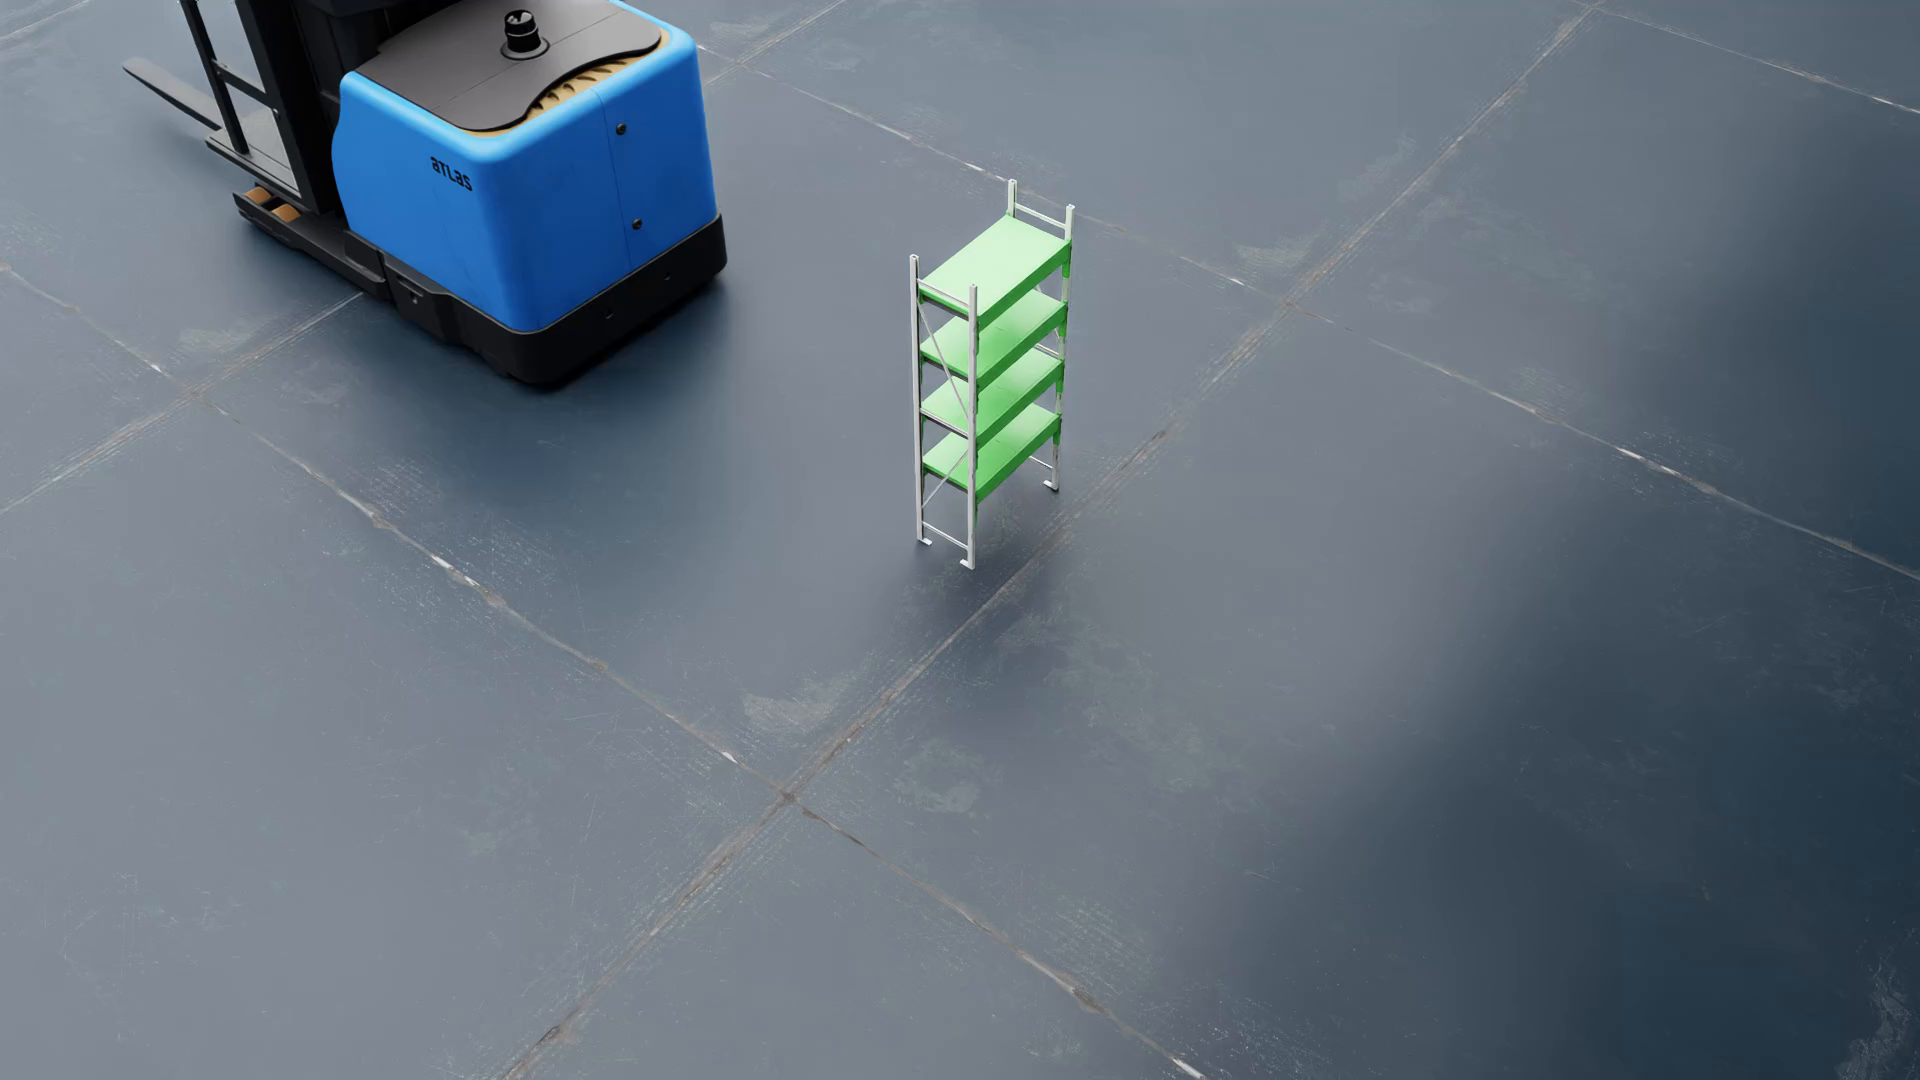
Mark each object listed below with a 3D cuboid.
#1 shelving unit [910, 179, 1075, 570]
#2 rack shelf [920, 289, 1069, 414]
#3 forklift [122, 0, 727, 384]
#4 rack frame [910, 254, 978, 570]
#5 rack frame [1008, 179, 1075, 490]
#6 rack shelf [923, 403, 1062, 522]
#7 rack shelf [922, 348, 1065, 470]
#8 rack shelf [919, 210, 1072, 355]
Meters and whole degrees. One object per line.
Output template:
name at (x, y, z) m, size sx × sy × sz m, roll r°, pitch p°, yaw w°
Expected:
shelving unit at (0.101, -0.509, 5.407) m, size 0.258 × 1.200 × 0.503 m, roll 29°, pitch 53°, yaw 25°
rack shelf at (0.101, -0.631, 5.279) m, size 0.258 × 0.148 × 0.480 m, roll 29°, pitch 53°, yaw 25°
forklift at (-2.401, -2.502, 6.113) m, size 3.031 × 2.935 × 1.130 m, roll 31°, pitch 54°, yaw 26°
rack frame at (-0.048, -0.370, 5.273) m, size 0.240 × 1.200 × 0.015 m, roll 29°, pitch 53°, yaw 25°
rack frame at (0.250, -0.649, 5.540) m, size 0.240 × 1.200 × 0.015 m, roll 29°, pitch 53°, yaw 25°
rack shelf at (0.101, -0.299, 5.626) m, size 0.258 × 0.148 × 0.480 m, roll 29°, pitch 53°, yaw 25°
rack shelf at (0.101, -0.465, 5.453) m, size 0.258 × 0.148 × 0.480 m, roll 29°, pitch 53°, yaw 25°
rack shelf at (0.101, -0.797, 5.106) m, size 0.258 × 0.148 × 0.480 m, roll 29°, pitch 53°, yaw 25°
